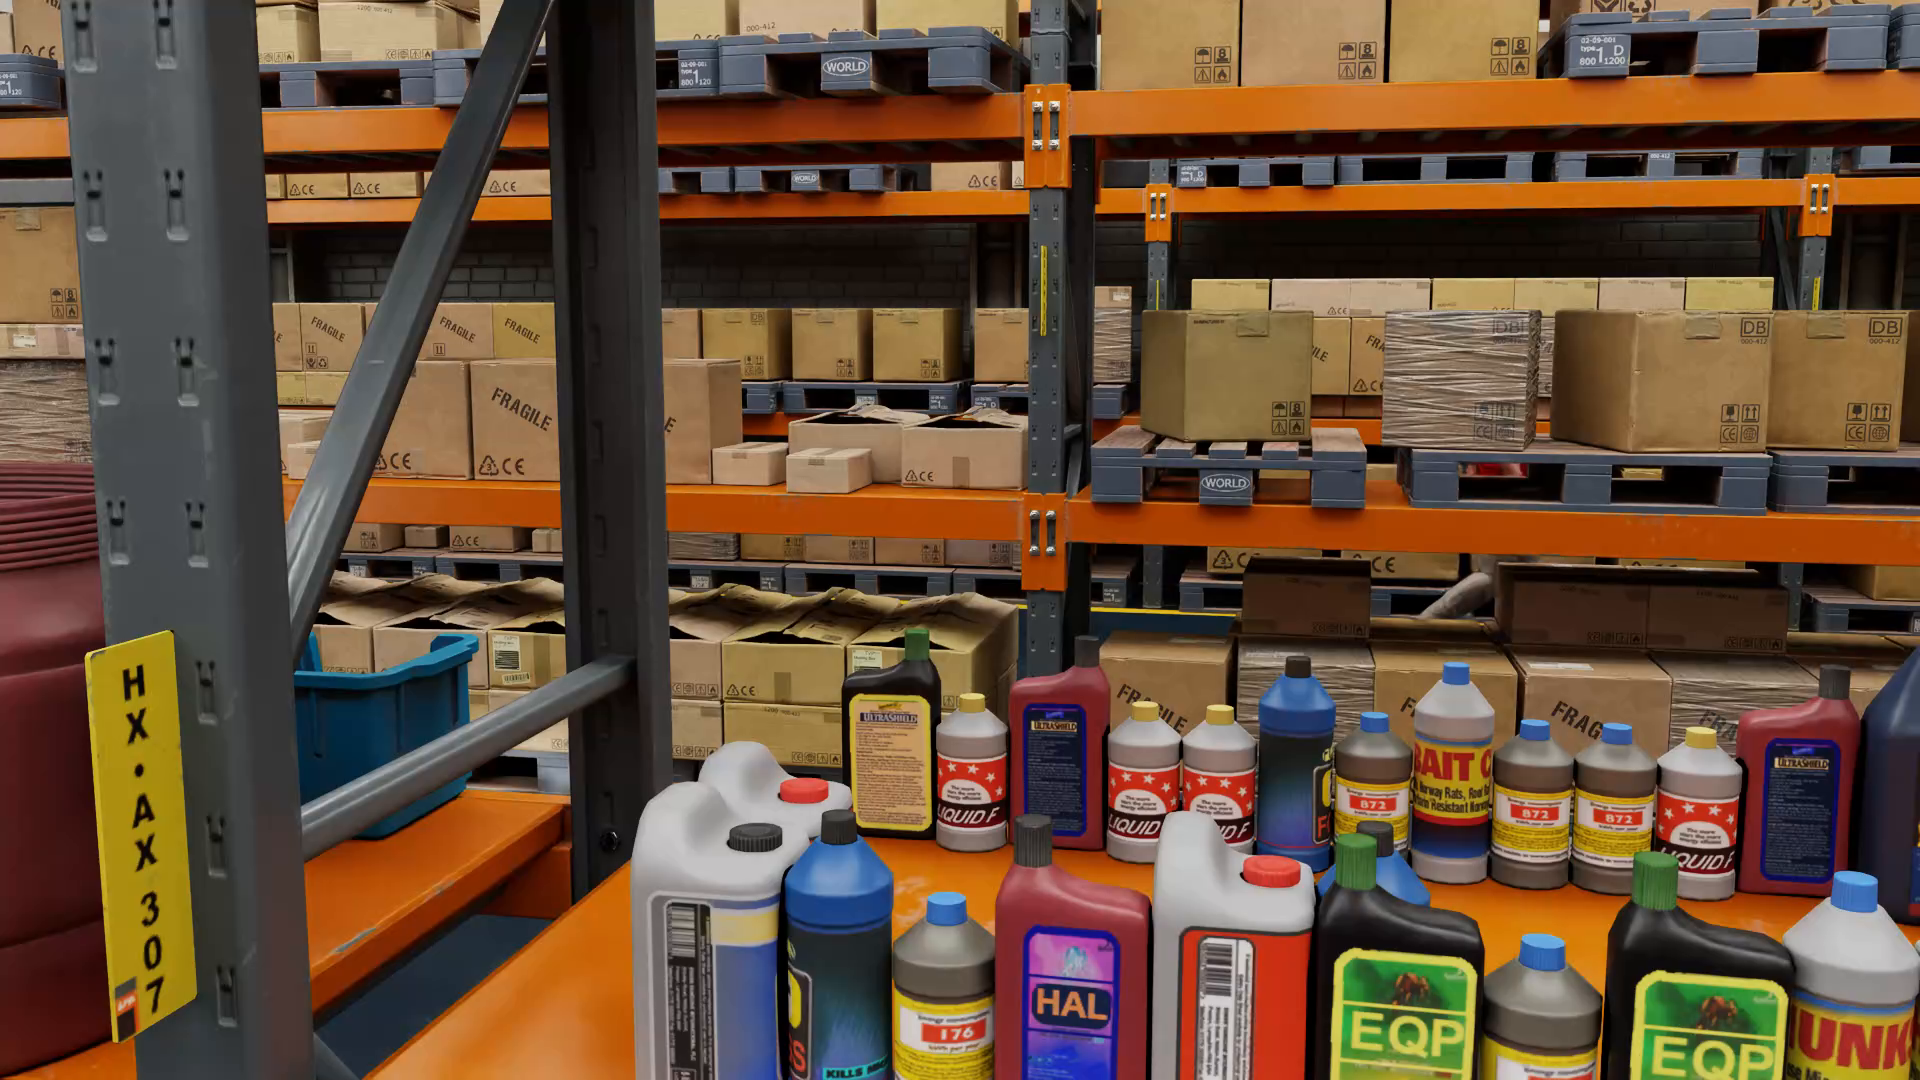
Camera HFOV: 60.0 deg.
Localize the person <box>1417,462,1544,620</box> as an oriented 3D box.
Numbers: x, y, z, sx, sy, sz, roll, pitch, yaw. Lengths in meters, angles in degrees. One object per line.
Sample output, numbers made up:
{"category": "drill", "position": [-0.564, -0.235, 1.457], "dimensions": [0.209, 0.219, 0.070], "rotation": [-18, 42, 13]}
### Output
{"category": "person", "position": [3.098, -0.167, 9.550], "dimensions": [0.959, 1.681, 0.536], "rotation": [1, 8, 6]}
